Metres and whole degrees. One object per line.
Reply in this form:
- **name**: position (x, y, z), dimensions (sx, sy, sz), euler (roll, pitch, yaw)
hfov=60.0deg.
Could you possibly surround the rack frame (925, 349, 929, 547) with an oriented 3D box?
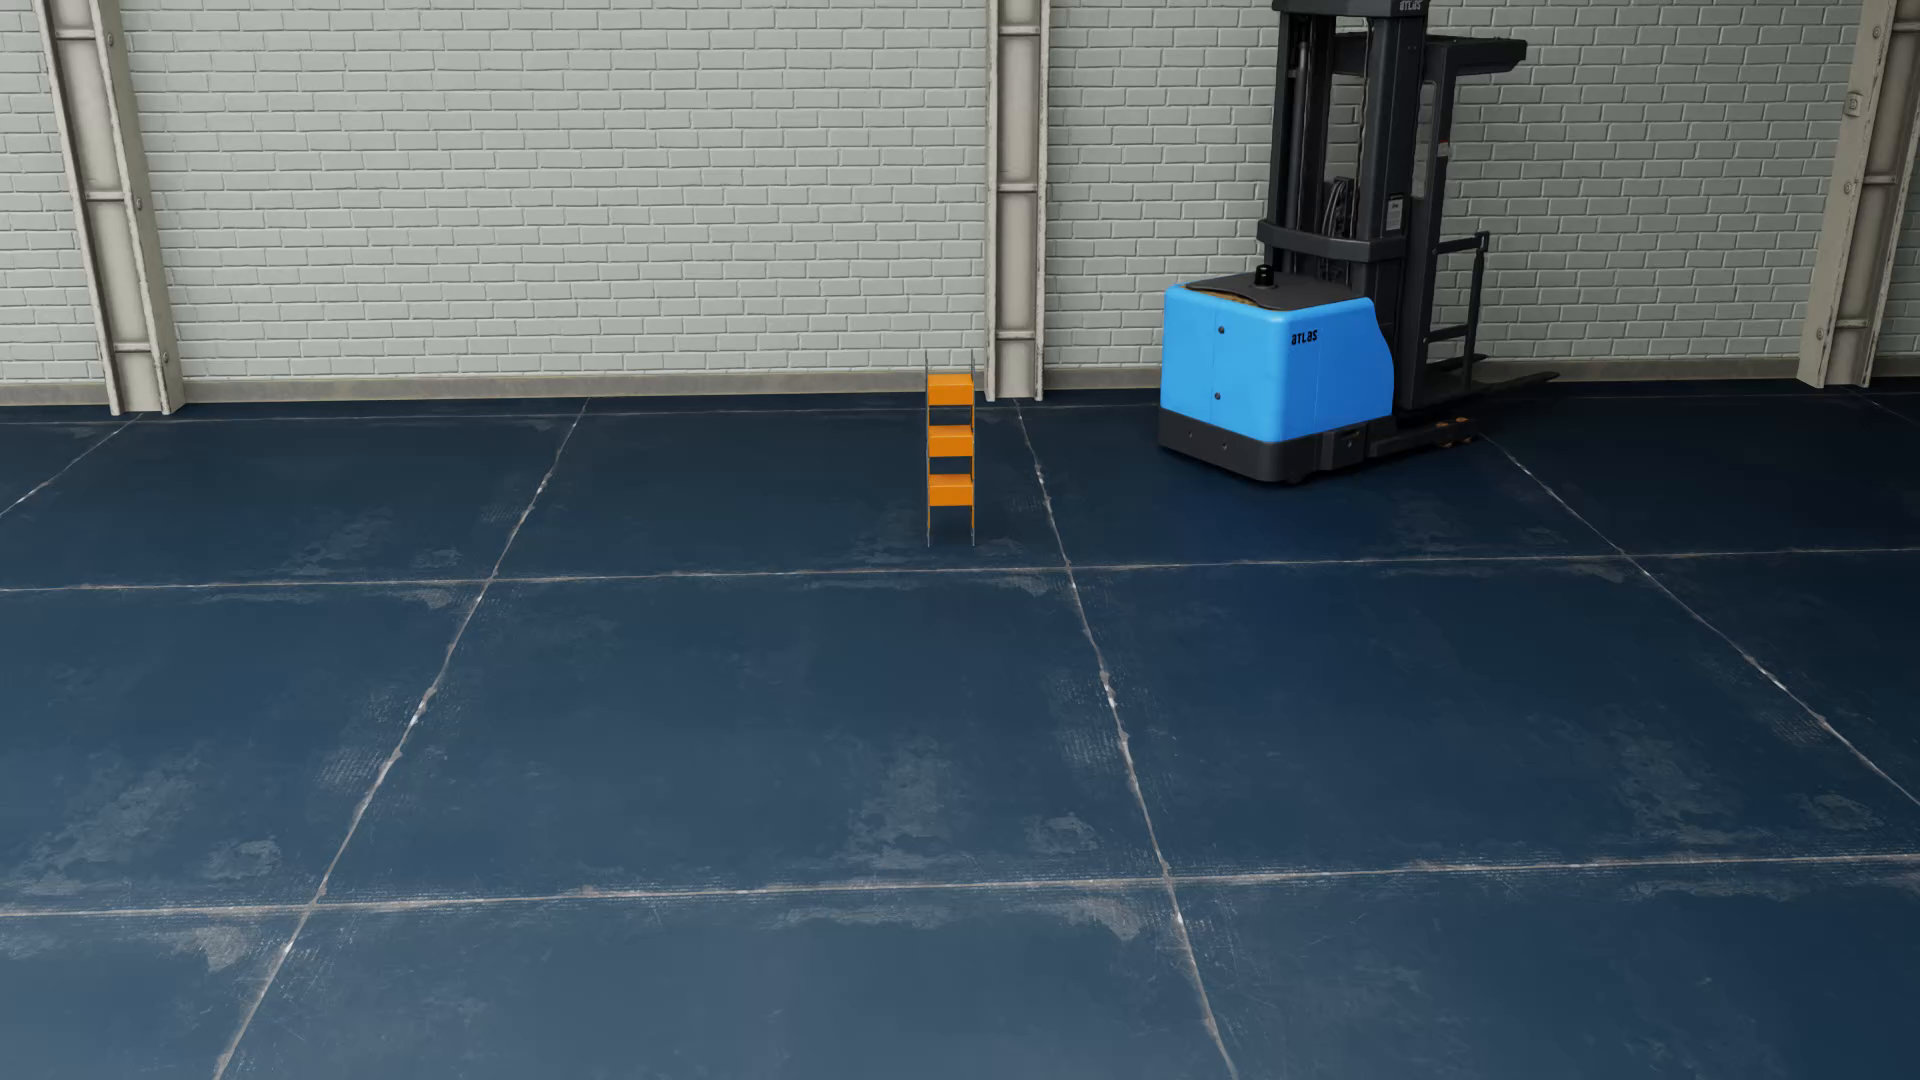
- **rack frame**: position (-0.175, -0.487, 8.925), dimensions (0.008, 1.050, 0.200), euler (-1, 21, -3)

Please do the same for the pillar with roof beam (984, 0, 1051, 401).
- **pillar with roof beam**: position (0.625, -3.710, 6.217), dimensions (0.400, 9.000, 9.100), euler (-1, 21, -3)

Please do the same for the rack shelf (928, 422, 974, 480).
- **rack shelf**: position (-0.053, -0.480, 8.935), dimensions (0.240, 0.259, 0.215), euler (-1, 21, -3)

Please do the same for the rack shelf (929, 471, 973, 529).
- **rack shelf**: position (-0.053, -0.220, 9.034), dimensions (0.240, 0.259, 0.215), euler (-1, 21, -3)

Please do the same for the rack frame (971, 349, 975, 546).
- **rack frame**: position (0.068, -0.492, 8.938), dimensions (0.008, 1.050, 0.200), euler (-1, 21, -3)

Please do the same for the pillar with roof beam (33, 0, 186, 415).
- **pillar with roof beam**: position (-5.365, -3.588, 5.897), dimensions (0.400, 9.000, 9.100), euler (-1, 21, -3)

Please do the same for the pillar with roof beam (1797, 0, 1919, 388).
- **pillar with roof beam**: position (6.615, -3.831, 6.537), dimensions (0.400, 9.000, 9.100), euler (-1, 21, -3)

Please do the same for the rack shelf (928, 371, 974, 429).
- **rack shelf**: position (-0.053, -0.745, 8.834), dimensions (0.240, 0.259, 0.215), euler (-1, 21, -3)

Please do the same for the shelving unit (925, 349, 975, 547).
- **shelving unit**: position (-0.053, -0.490, 8.931), dimensions (0.252, 1.050, 0.215), euler (-1, 21, -3)

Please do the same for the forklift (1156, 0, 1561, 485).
- **forklift**: position (2.738, -2.095, 10.505), dimensions (3.031, 2.935, 1.130), euler (-14, 25, -33)
